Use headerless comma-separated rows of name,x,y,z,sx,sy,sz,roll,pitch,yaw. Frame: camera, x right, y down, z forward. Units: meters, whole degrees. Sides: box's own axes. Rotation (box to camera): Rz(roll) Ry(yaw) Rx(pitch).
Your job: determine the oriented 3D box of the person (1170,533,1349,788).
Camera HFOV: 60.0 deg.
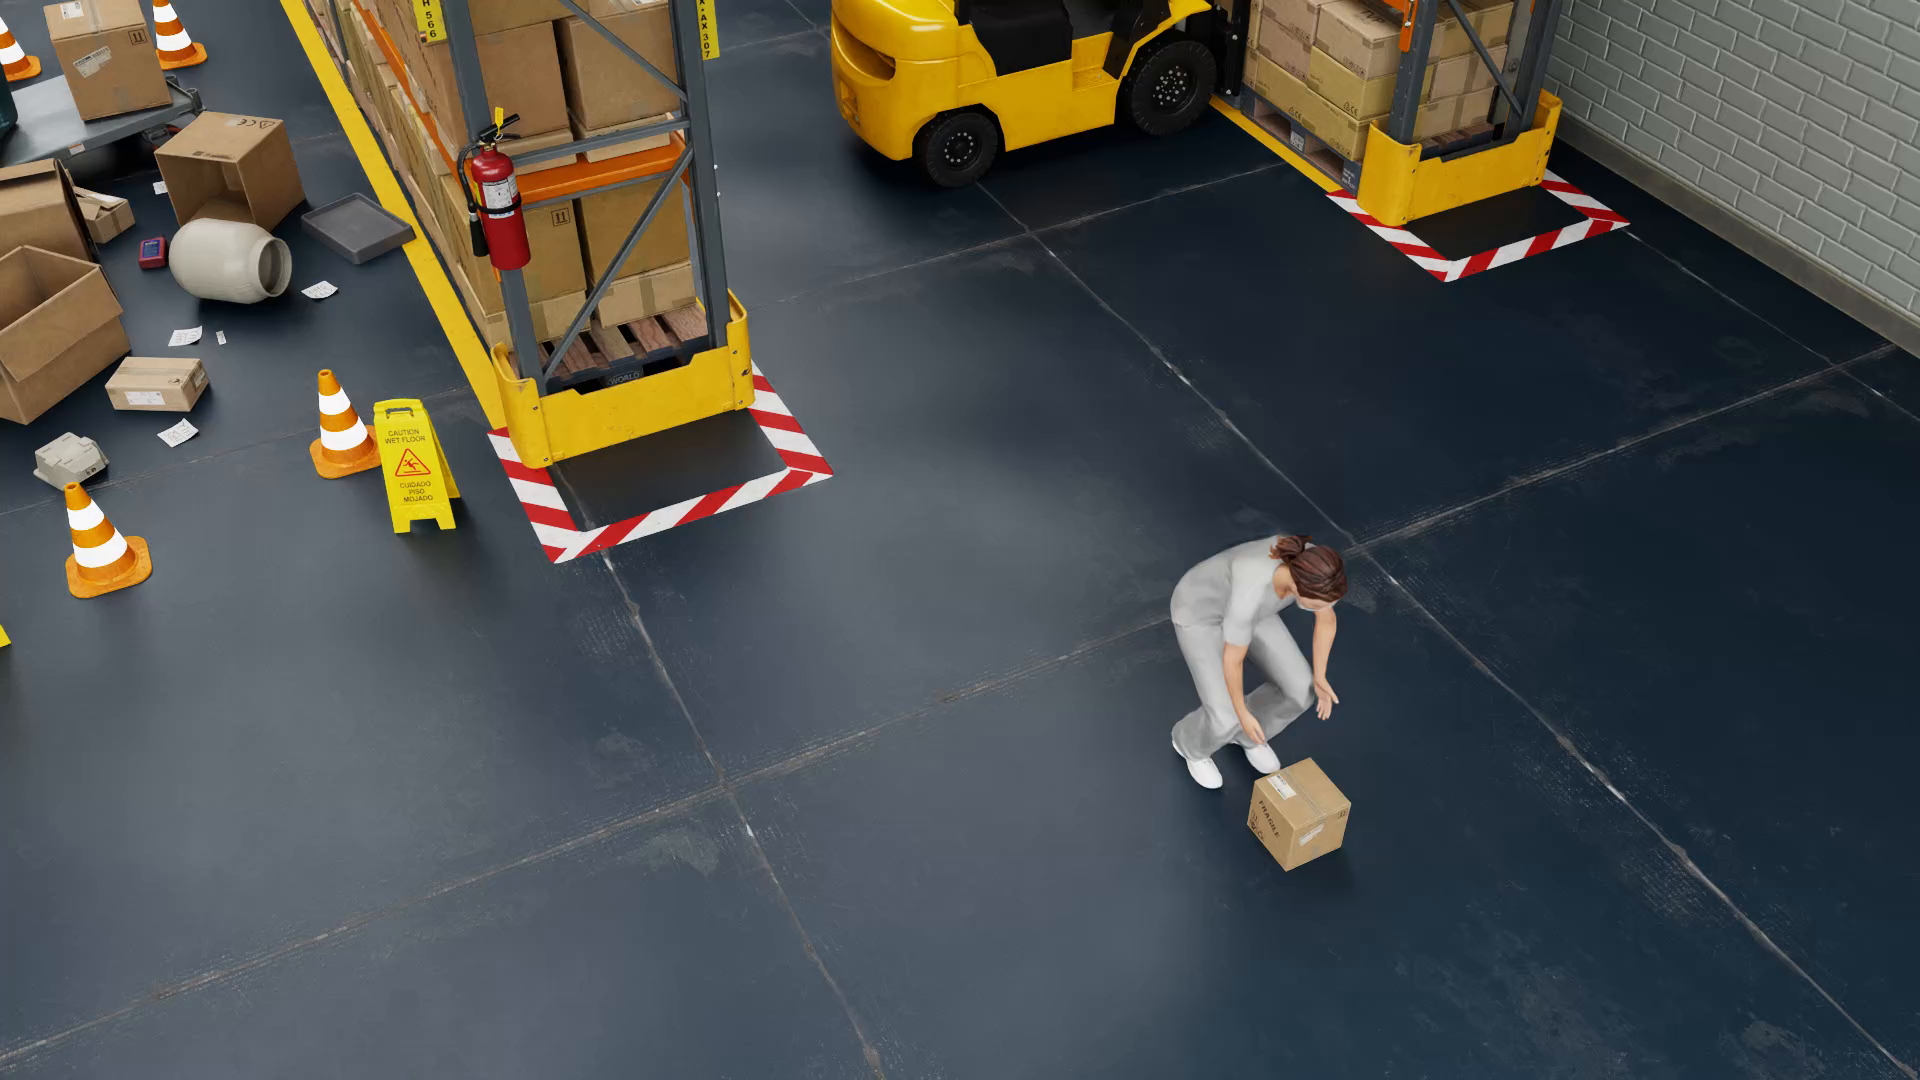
person,1.079,0.381,6.035,0.493,1.275,0.697,-19,45,-20
